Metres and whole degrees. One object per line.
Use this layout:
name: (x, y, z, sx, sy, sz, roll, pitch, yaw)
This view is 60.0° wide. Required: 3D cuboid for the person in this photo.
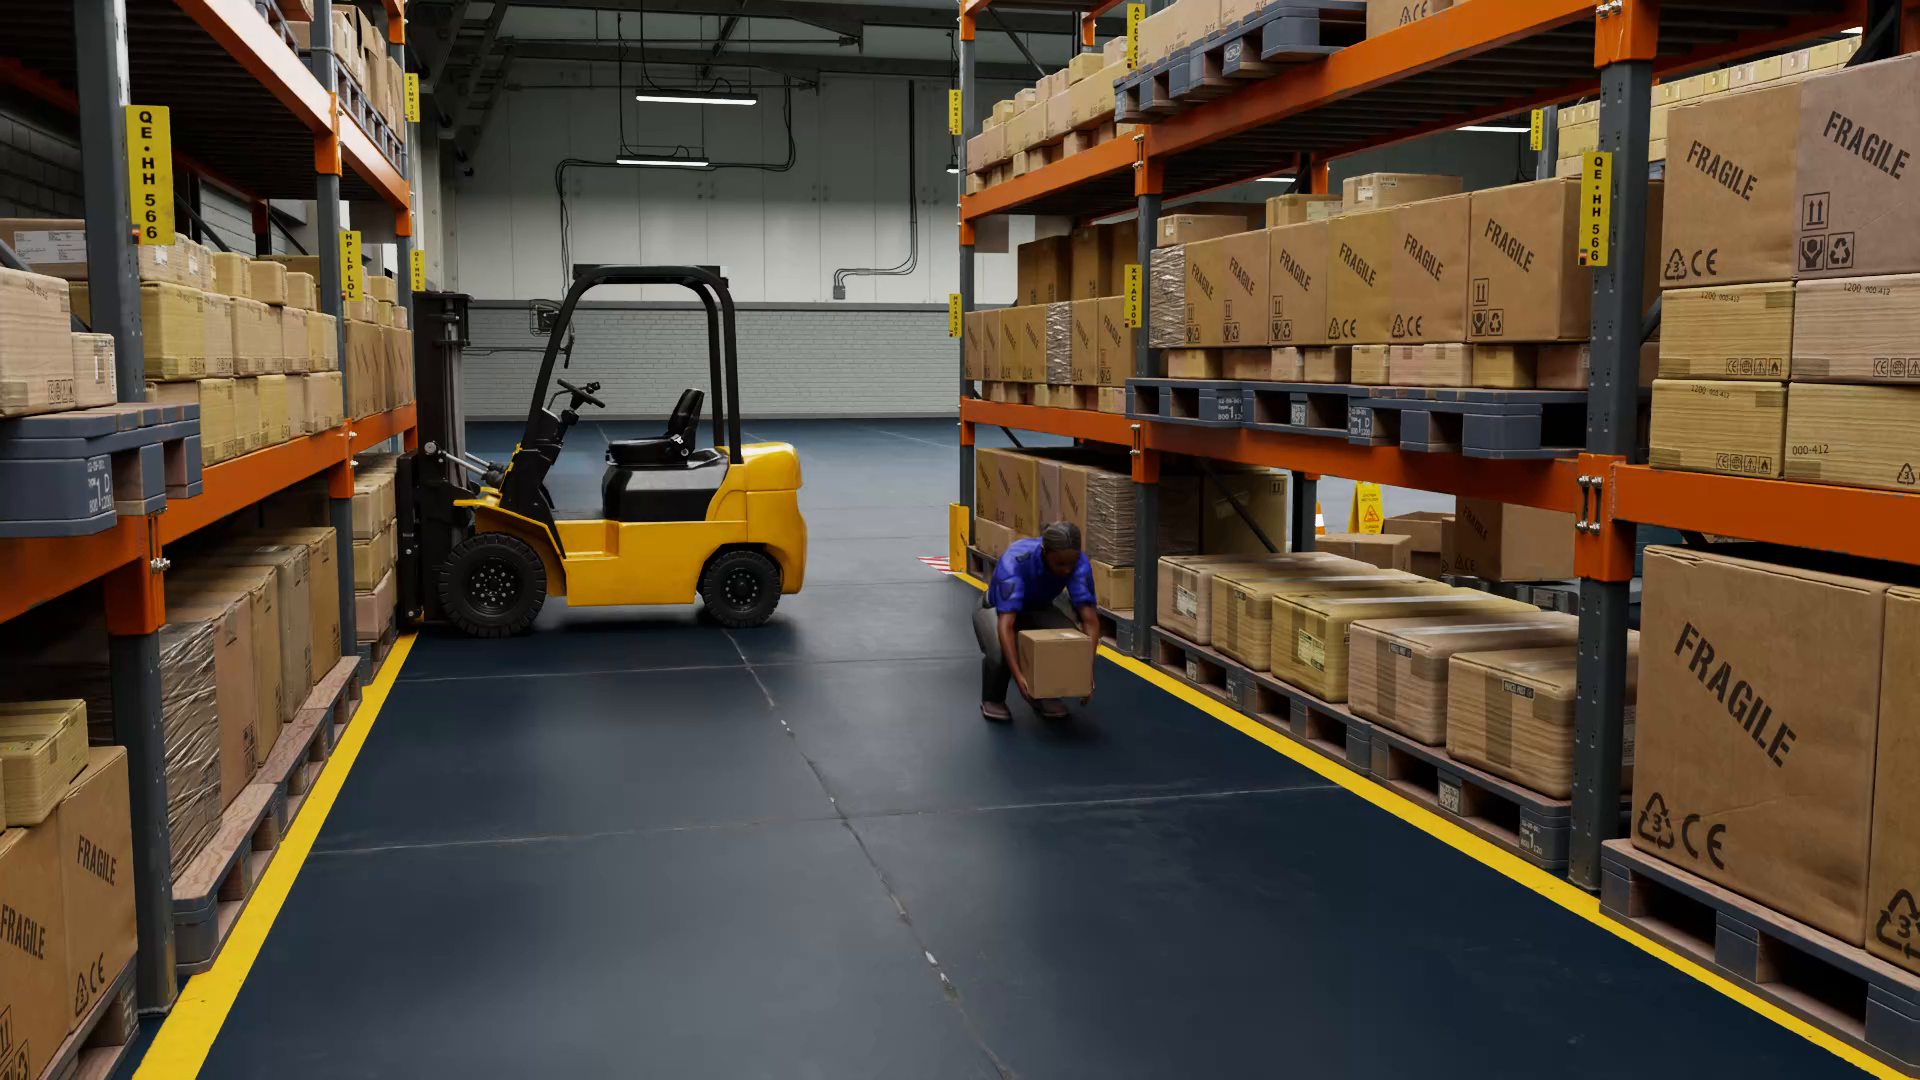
person: (0.334, 0.353, 7.383, 0.482, 0.928, 0.827, -2, 6, -14)
